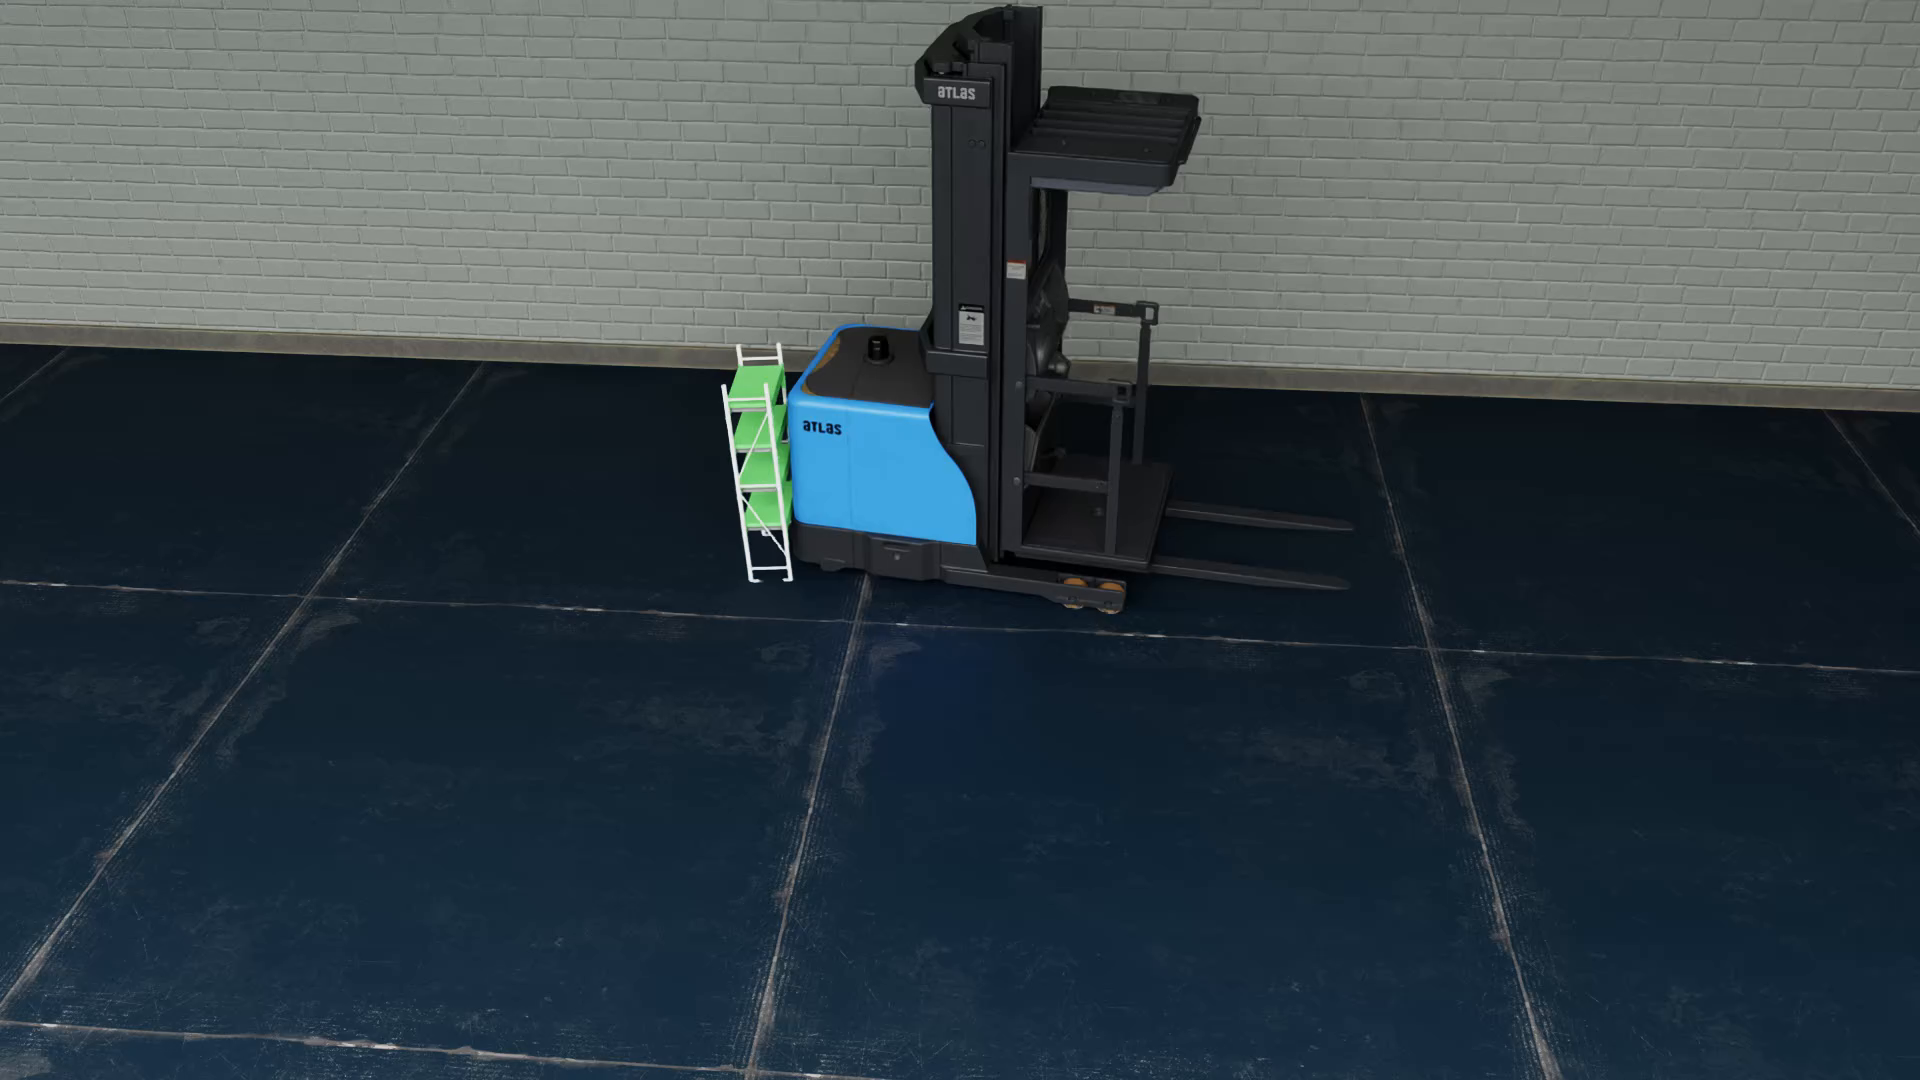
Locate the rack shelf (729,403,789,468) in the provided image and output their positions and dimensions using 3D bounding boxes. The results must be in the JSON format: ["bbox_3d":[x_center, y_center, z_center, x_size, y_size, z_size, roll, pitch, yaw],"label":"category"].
[{"bbox_3d":[-1.071,-0.565,8.955,0.258,0.148,0.480,-1,32,4],"label":"rack shelf"}]

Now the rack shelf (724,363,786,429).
[{"bbox_3d":[-1.084,-0.769,8.829,0.258,0.148,0.480,-1,32,4],"label":"rack shelf"}]

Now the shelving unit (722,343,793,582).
[{"bbox_3d":[-1.061,-0.415,9.047,0.258,1.200,0.503,-1,32,4],"label":"shelving unit"}]

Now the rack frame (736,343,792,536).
[{"bbox_3d":[-1.052,-0.543,9.254,0.240,1.200,0.015,-1,32,4],"label":"rack frame"}]

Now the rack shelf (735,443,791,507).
[{"bbox_3d":[-1.058,-0.360,9.080,0.258,0.148,0.480,-1,32,4],"label":"rack shelf"}]

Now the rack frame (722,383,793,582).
[{"bbox_3d":[-1.071,-0.287,8.839,0.240,1.200,0.015,-1,32,4],"label":"rack frame"}]

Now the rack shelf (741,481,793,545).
[{"bbox_3d":[-1.045,-0.156,9.205,0.258,0.148,0.480,-1,32,4],"label":"rack shelf"}]

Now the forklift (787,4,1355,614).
[{"bbox_3d":[0.645,-1.160,8.619,3.031,2.935,1.130,7,32,11],"label":"forklift"}]
